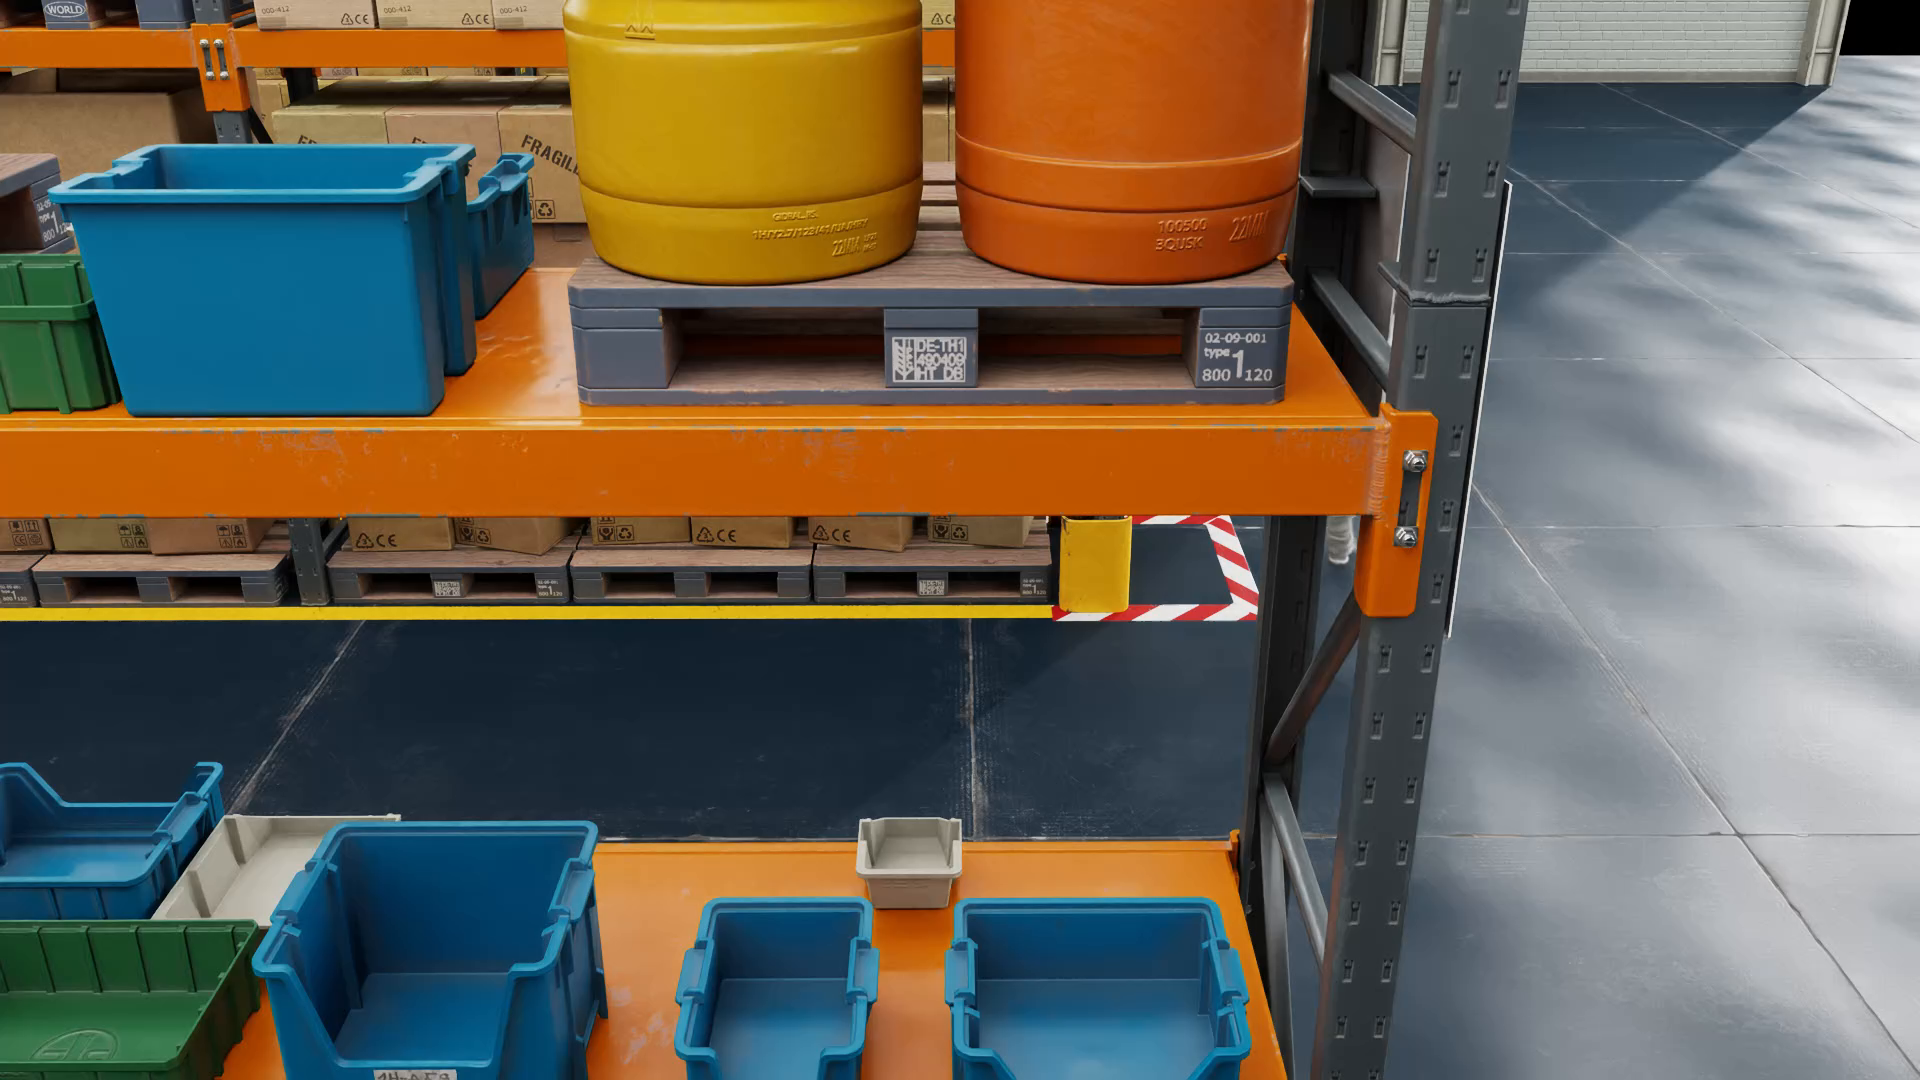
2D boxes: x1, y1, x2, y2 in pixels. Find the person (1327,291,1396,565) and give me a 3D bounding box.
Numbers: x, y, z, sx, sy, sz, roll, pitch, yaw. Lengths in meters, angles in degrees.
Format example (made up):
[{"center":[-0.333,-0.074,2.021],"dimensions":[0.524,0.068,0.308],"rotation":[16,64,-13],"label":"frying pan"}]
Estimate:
[{"center":[2.047,-0.563,8.328],"dimensions":[0.503,1.631,0.761],"rotation":[4,25,9],"label":"person"}]
